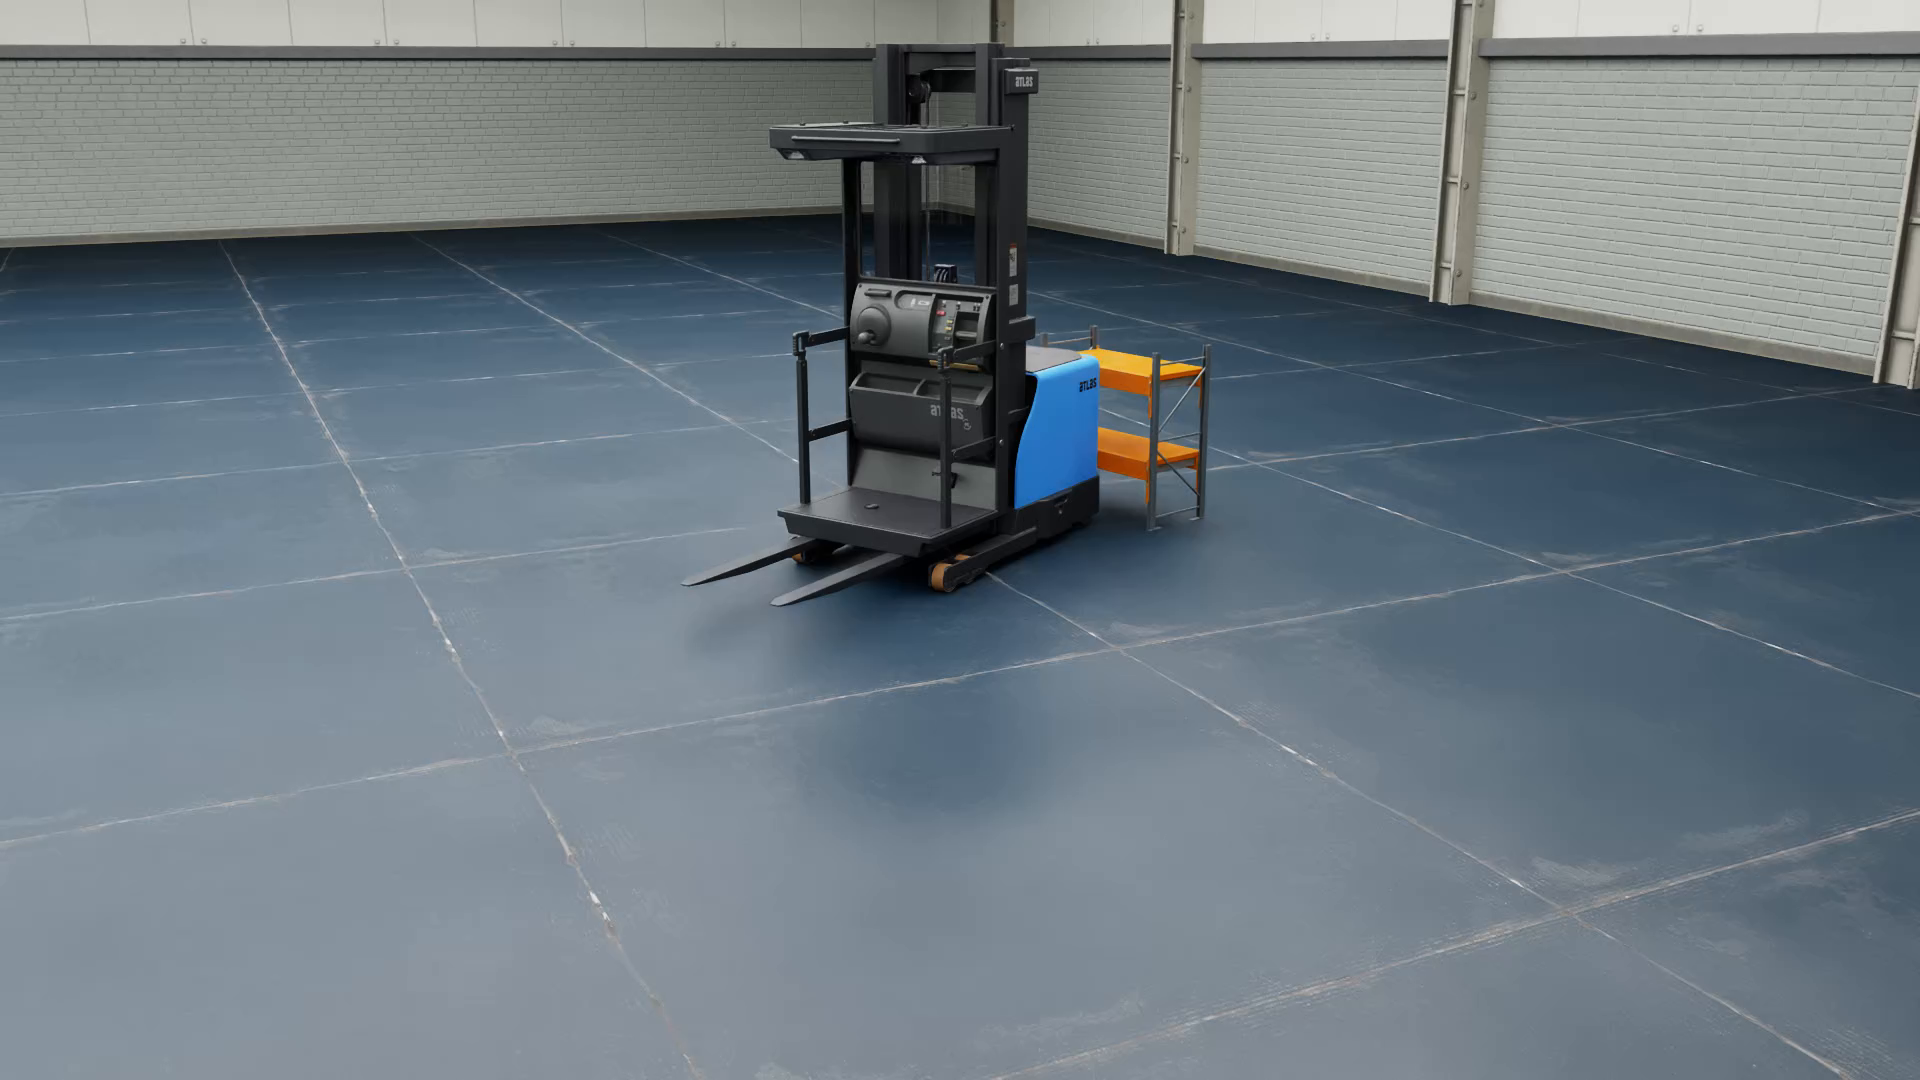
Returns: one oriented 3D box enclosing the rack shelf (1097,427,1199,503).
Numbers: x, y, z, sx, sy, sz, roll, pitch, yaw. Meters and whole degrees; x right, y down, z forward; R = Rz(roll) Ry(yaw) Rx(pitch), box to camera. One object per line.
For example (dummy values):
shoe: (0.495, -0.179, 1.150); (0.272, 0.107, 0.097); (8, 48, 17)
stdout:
rack shelf: (1.051, -0.515, 10.892); (0.538, 0.278, 1.000); (-13, 20, -38)

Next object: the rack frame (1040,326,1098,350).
rack frame: (0.725, -0.858, 11.200); (0.500, 1.125, 0.032); (-13, 20, -38)

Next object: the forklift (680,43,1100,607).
forklift: (-0.345, -1.265, 9.346); (1.130, 2.935, 3.031); (10, 19, 32)

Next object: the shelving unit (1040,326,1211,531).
shelving unit: (1.051, -0.750, 10.824); (0.538, 1.125, 1.048); (-13, 20, -38)

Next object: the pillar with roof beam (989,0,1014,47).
pillar with roof beam: (-3.121, -9.695, 27.720); (9.100, 9.000, 0.400); (-8, 18, -25)

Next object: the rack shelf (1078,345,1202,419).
rack shelf: (1.051, -1.031, 10.743); (0.538, 0.278, 1.000); (-13, 20, -38)

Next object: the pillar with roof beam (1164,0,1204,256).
pillar with roof beam: (-0.493, -8.207, 22.536); (9.100, 9.000, 0.400); (-8, 18, -25)

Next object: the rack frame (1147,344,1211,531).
rack frame: (1.376, -0.642, 10.449); (0.500, 1.125, 0.032); (-13, 20, -38)

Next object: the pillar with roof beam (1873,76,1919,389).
pillar with roof beam: (4.764, -5.232, 12.167); (9.100, 9.000, 0.400); (-8, 18, -25)

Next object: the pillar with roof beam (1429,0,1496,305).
pillar with roof beam: (2.136, -6.719, 17.352); (9.100, 9.000, 0.400); (-8, 18, -25)
